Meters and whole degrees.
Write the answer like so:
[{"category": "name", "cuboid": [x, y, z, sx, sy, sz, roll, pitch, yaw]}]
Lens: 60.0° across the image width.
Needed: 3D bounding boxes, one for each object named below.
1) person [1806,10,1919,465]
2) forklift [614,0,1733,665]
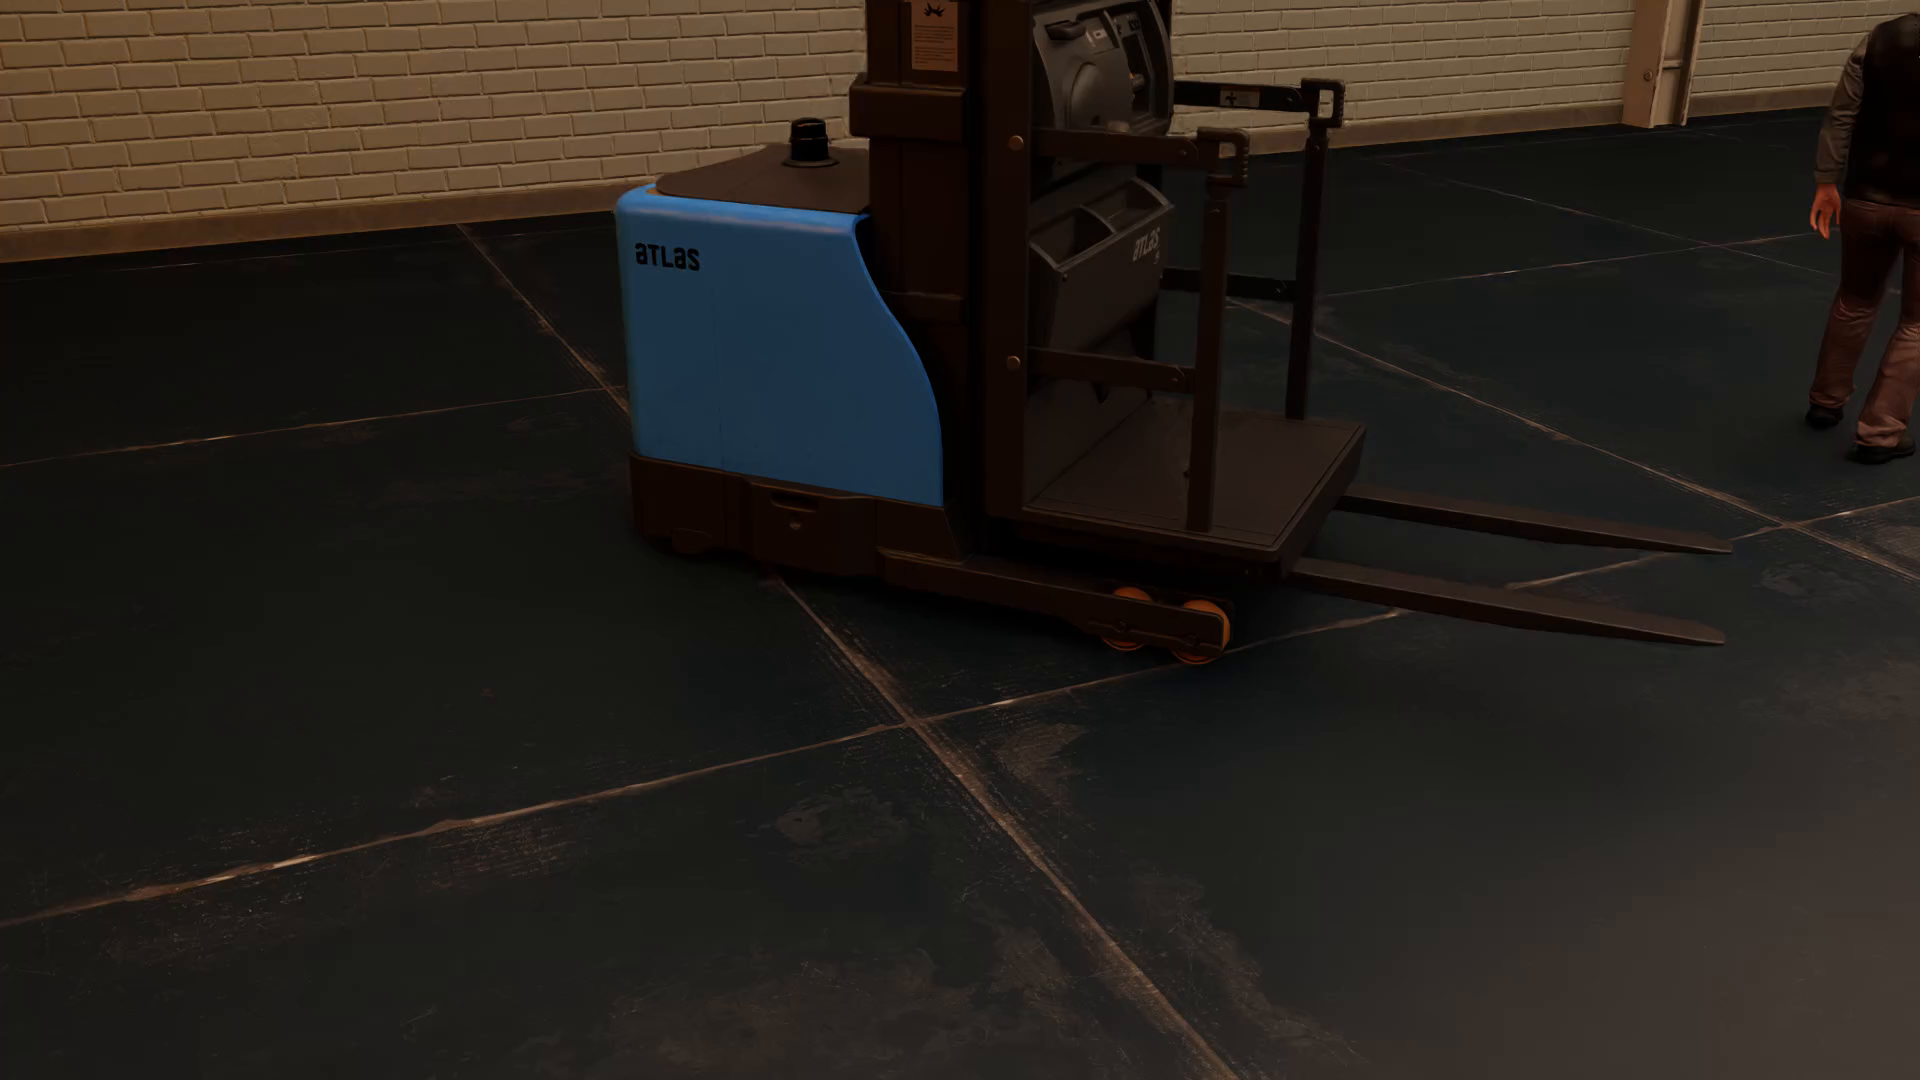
[{"category": "person", "cuboid": [3.252, -1.114, 5.641, 0.535, 1.763, 0.621, -16, 28, -34]}, {"category": "forklift", "cuboid": [0.572, -1.260, 4.320, 3.031, 2.935, 1.130, 10, 25, 23]}]
